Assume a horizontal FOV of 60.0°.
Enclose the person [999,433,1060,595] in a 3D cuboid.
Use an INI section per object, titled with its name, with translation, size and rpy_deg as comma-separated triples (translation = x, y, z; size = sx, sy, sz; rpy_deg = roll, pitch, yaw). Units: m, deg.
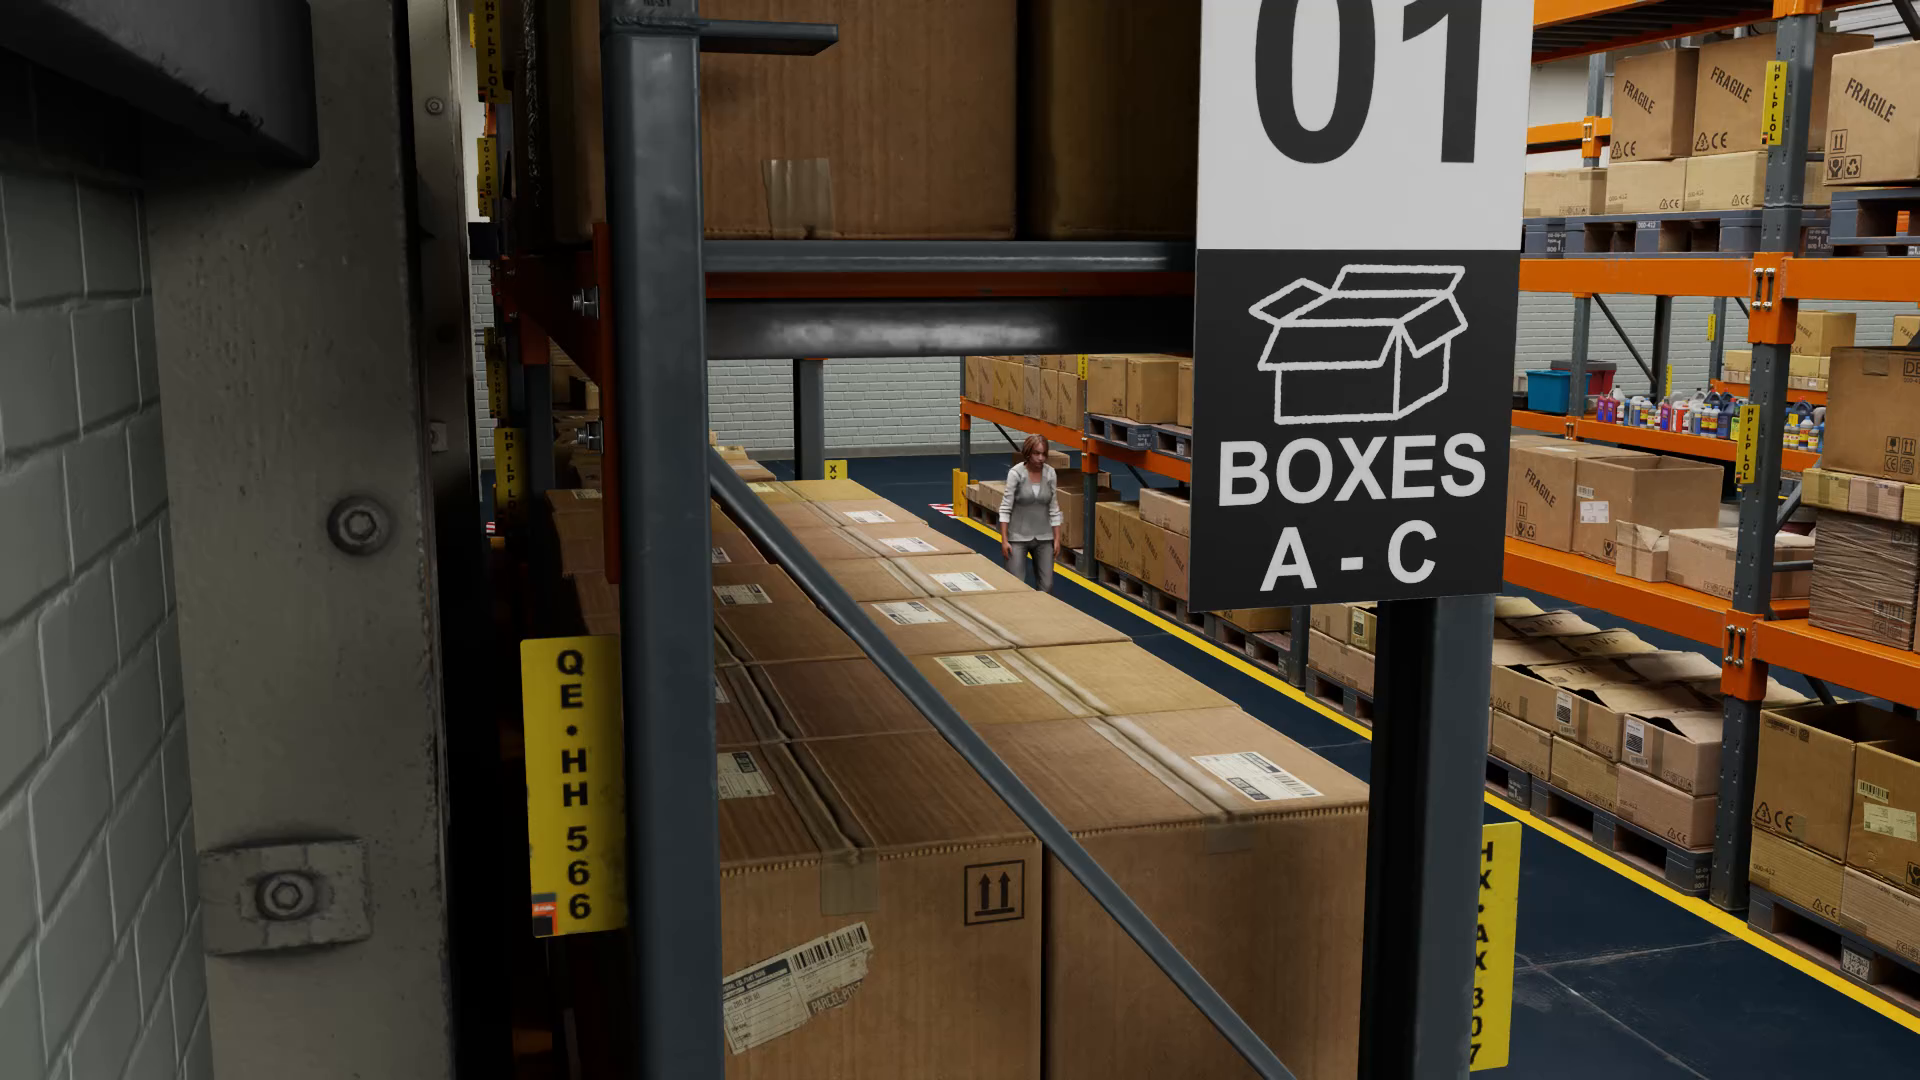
[person]
translation = 0.504, 0.028, 11.914
size = 0.460, 1.591, 0.345
rpy_deg = -3, 10, -17
